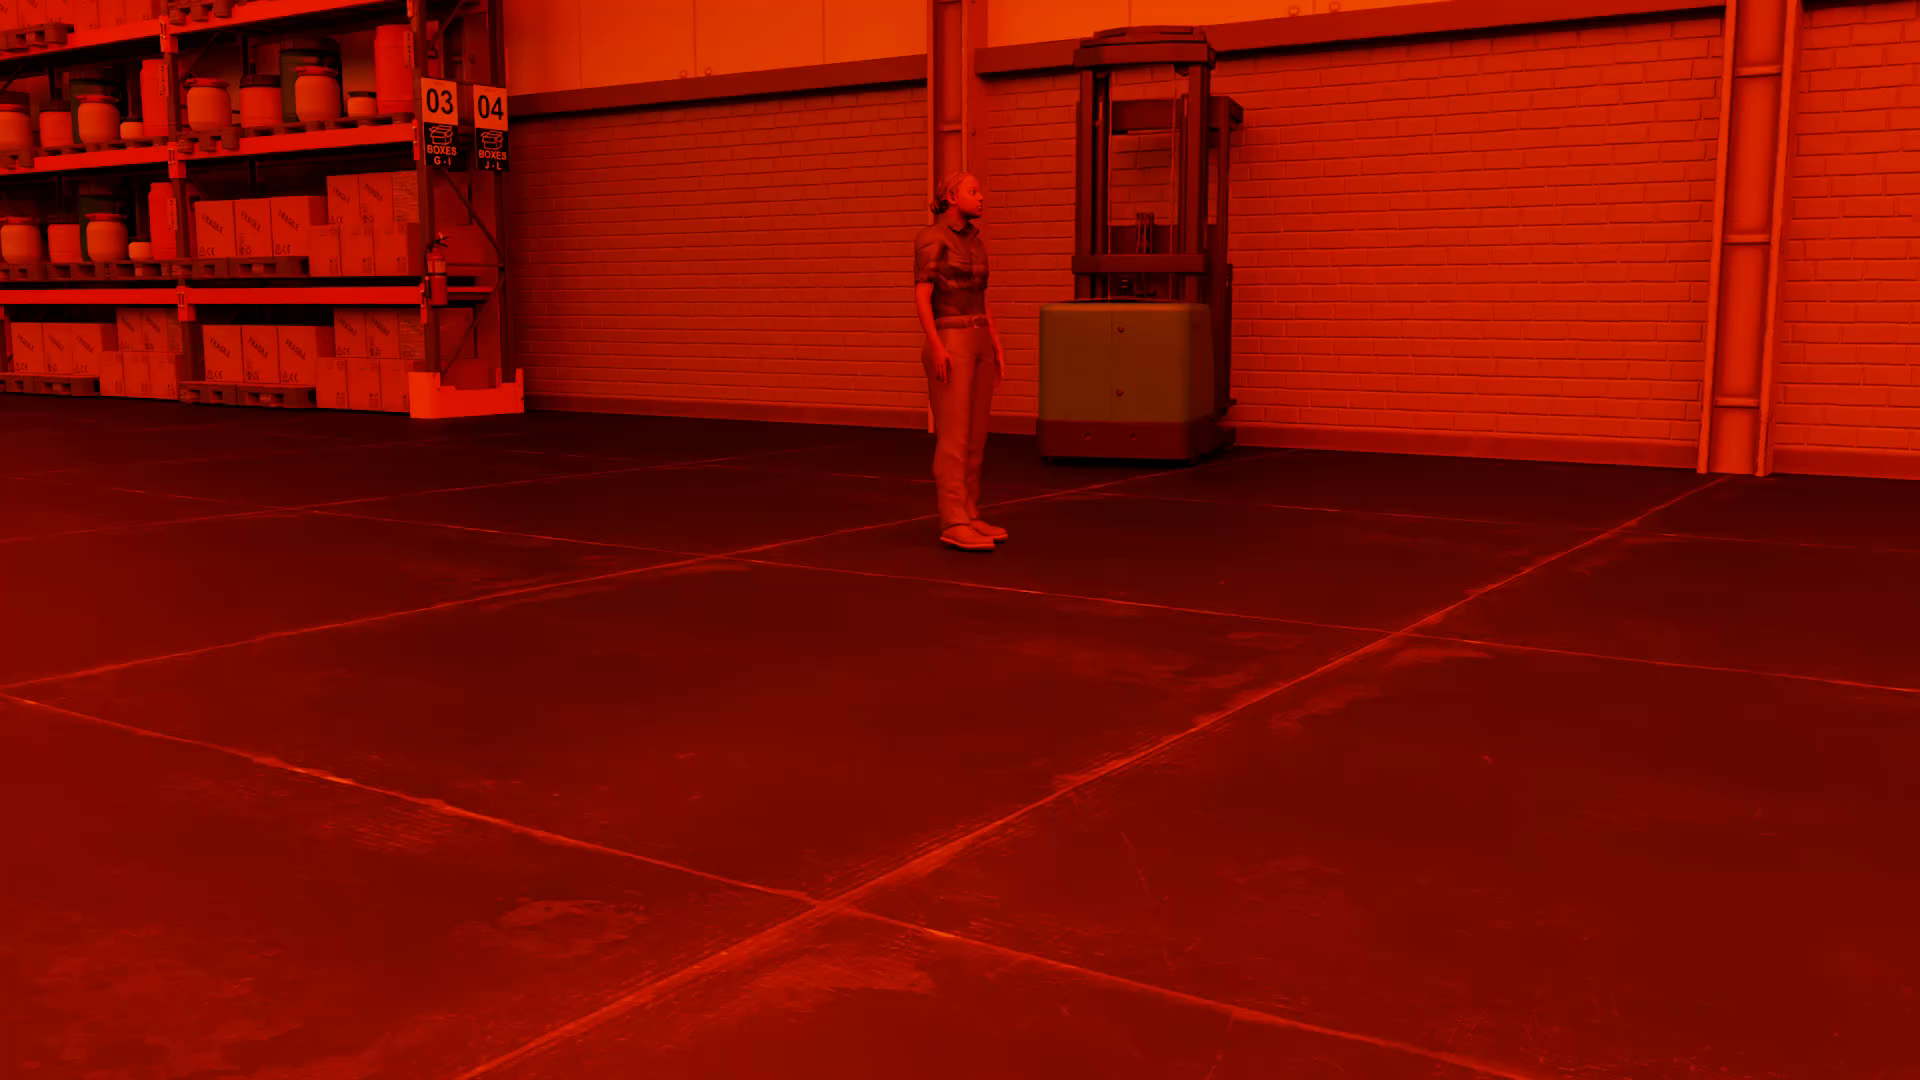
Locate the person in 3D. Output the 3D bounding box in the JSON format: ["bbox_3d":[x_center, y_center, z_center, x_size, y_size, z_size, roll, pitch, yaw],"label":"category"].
[{"bbox_3d":[0.062,-0.817,7.421,0.503,1.656,0.569,5,10,34],"label":"person"}]

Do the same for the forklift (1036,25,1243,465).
[{"bbox_3d":[1.433,-2.119,12.092,1.130,2.935,3.031,3,8,17],"label":"forklift"}]
